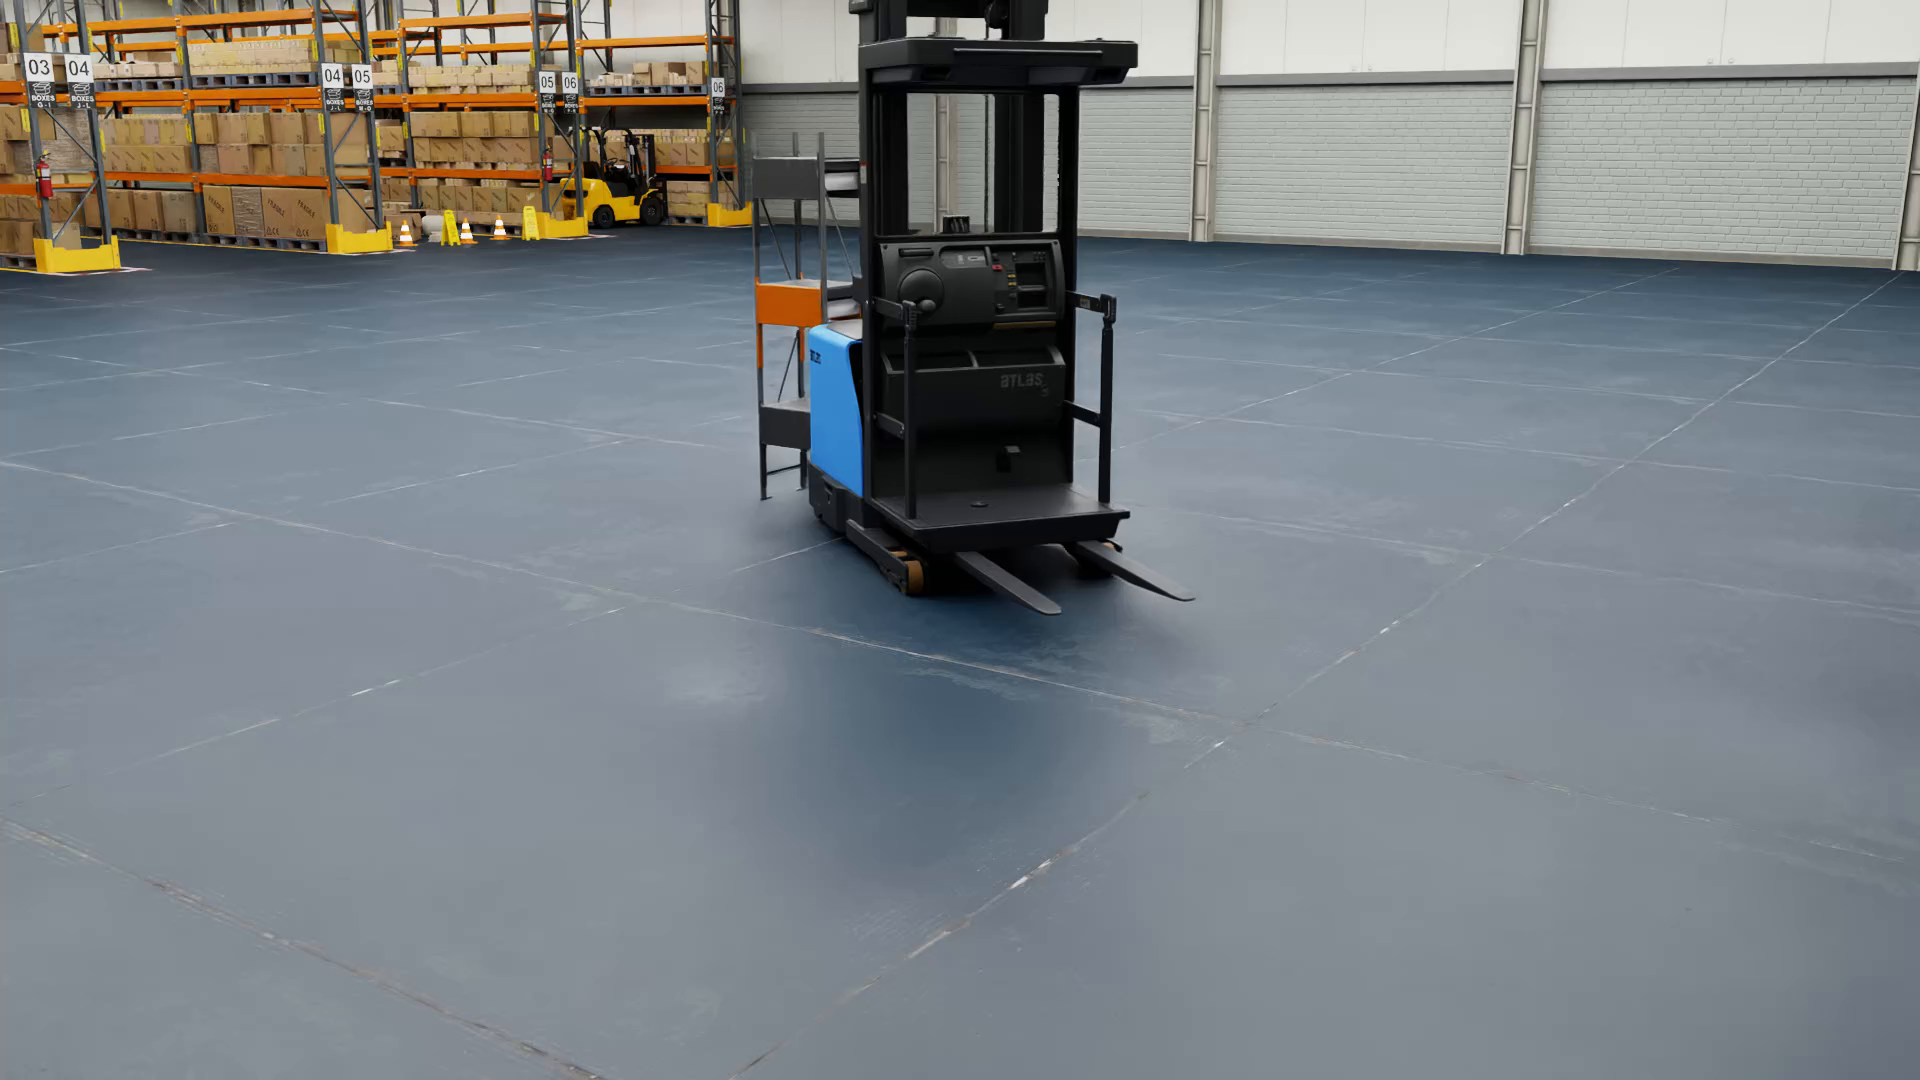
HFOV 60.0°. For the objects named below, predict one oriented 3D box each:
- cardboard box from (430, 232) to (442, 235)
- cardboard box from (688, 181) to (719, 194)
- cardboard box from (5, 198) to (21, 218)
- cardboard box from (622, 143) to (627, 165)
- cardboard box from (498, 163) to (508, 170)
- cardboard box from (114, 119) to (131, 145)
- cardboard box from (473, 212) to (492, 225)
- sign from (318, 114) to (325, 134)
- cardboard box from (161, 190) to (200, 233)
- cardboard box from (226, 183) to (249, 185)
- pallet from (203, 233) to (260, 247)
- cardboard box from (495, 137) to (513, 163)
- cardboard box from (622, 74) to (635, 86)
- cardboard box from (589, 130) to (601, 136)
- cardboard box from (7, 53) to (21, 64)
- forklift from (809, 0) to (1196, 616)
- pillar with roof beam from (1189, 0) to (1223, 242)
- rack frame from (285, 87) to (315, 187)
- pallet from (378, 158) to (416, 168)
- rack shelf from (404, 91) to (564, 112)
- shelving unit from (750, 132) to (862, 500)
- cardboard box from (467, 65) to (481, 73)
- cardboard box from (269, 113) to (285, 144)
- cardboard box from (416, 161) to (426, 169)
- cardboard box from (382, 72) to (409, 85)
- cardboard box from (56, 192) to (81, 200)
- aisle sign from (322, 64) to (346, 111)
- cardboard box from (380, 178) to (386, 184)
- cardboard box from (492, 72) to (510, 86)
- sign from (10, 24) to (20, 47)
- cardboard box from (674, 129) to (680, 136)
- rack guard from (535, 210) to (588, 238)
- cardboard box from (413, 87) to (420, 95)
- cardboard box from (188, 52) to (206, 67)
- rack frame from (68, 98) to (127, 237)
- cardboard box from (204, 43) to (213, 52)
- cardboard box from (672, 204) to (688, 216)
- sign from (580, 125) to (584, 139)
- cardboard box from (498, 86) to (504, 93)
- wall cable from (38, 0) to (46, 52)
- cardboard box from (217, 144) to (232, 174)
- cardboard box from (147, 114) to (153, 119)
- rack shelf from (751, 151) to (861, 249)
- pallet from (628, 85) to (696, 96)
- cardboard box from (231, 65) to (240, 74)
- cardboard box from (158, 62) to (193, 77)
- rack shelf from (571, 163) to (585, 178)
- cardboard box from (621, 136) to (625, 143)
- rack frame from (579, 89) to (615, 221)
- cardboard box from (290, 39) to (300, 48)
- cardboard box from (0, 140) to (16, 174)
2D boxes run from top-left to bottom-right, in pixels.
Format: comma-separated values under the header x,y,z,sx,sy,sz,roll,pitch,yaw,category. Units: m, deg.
x,y,z,sx,sy,sz,roll,pitch,yaw,category
-10.194,-5.974,32.647,0.380,0.149,0.250,-7,15,-25,cardboard box
-5.769,-7.929,37.380,0.500,0.250,0.500,10,17,35,cardboard box
-19.711,-6.962,35.032,0.500,0.500,0.500,10,17,35,cardboard box
-7.447,-8.914,38.384,0.500,0.500,0.500,9,17,32,cardboard box
-9.113,-7.550,33.601,0.250,0.149,0.380,10,17,34,cardboard box
-16.082,-7.993,32.582,0.500,0.500,0.700,9,16,32,cardboard box
-9.663,-6.649,34.289,0.500,0.250,0.500,8,16,31,cardboard box
-10.973,-7.155,28.583,0.005,0.325,0.100,9,17,33,sign
-14.543,-6.298,31.831,0.750,0.750,1.050,9,17,33,cardboard box
-16.624,-8.180,39.173,0.875,0.875,0.875,10,17,34,cardboard box
-13.390,-5.650,31.207,1.213,0.211,1.003,9,17,33,pallet
-8.997,-7.864,33.521,0.500,0.500,0.500,9,17,33,cardboard box
-7.469,-10.495,37.933,0.258,0.266,0.396,9,16,31,cardboard box
-8.433,-9.518,38.852,0.250,0.149,0.380,10,17,34,cardboard box
-13.915,-7.161,24.748,0.250,0.149,0.380,9,17,33,cardboard box
0.142,-1.276,7.878,1.130,2.935,3.031,-5,15,-20,forklift
2.267,-9.293,27.636,0.400,9.000,9.100,9,17,33,pillar with roof beam
-14.618,-8.658,37.556,0.127,3.000,1.000,9,17,33,rack frame
-11.852,-8.160,35.943,1.213,0.211,1.003,9,17,33,pallet
-9.639,-8.960,34.031,4.000,0.370,1.077,9,17,33,rack shelf
-0.851,-1.261,9.547,0.503,2.100,0.431,9,17,33,shelving unit
-9.716,-9.492,33.545,0.250,0.149,0.380,10,17,34,cardboard box
-11.841,-7.397,29.901,0.550,0.550,0.875,9,17,33,cardboard box
-11.216,-7.893,34.990,0.250,0.149,0.380,9,17,33,cardboard box
-11.864,-9.758,35.196,0.500,0.250,0.500,9,16,32,cardboard box
-18.010,-7.051,33.833,0.500,0.250,0.500,9,16,31,cardboard box
-10.767,-7.777,28.588,0.004,0.787,0.394,9,17,33,aisle sign
-15.021,-9.389,43.486,0.250,0.149,0.380,10,17,35,cardboard box
-8.964,-9.198,33.188,0.500,0.250,0.500,9,16,32,cardboard box
-13.837,-7.387,24.337,0.005,0.325,0.100,9,17,33,sign
-6.247,-9.194,37.544,0.250,0.149,0.380,9,17,33,cardboard box
-8.043,-6.382,33.563,0.348,0.500,1.175,9,17,33,rack guard
-11.176,-9.364,34.688,0.250,0.149,0.380,9,16,32,cardboard box
-13.728,-8.780,30.416,0.500,0.250,0.500,9,17,33,cardboard box
-17.297,-7.657,33.514,0.127,3.000,1.000,9,17,33,rack frame
-13.443,-8.910,30.113,0.250,0.149,0.380,9,17,32,cardboard box
-6.186,-7.513,37.779,0.500,0.250,0.500,9,17,33,cardboard box
-8.826,-9.526,38.817,0.005,0.325,0.100,9,17,33,sign
-9.031,-9.028,33.330,0.250,0.149,0.380,9,17,33,cardboard box
-25.711,-13.499,44.628,0.029,3.000,2.355,9,17,33,wall cable
-13.196,-7.077,30.859,0.550,0.550,0.875,9,17,33,cardboard box
-19.396,-10.205,40.167,0.250,0.149,0.380,9,16,32,cardboard box
-0.851,-1.927,9.382,0.480,0.518,0.431,9,17,33,rack shelf
-6.801,-10.252,37.936,1.213,0.211,1.003,9,17,33,pallet
-12.807,-8.420,29.795,0.250,0.149,0.380,9,17,33,cardboard box
-14.653,-8.819,31.196,0.500,0.250,0.500,9,17,33,cardboard box
-10.191,-9.031,40.559,4.000,0.370,1.077,9,17,33,rack shelf
-7.586,-9.233,38.320,0.250,0.149,0.380,9,17,32,cardboard box
-8.531,-9.112,39.389,0.127,3.000,1.000,9,17,33,rack frame
-11.334,-8.569,28.737,0.250,0.149,0.380,9,17,33,cardboard box
-14.433,-5.924,25.686,0.500,0.500,0.875,9,17,33,cardboard box
